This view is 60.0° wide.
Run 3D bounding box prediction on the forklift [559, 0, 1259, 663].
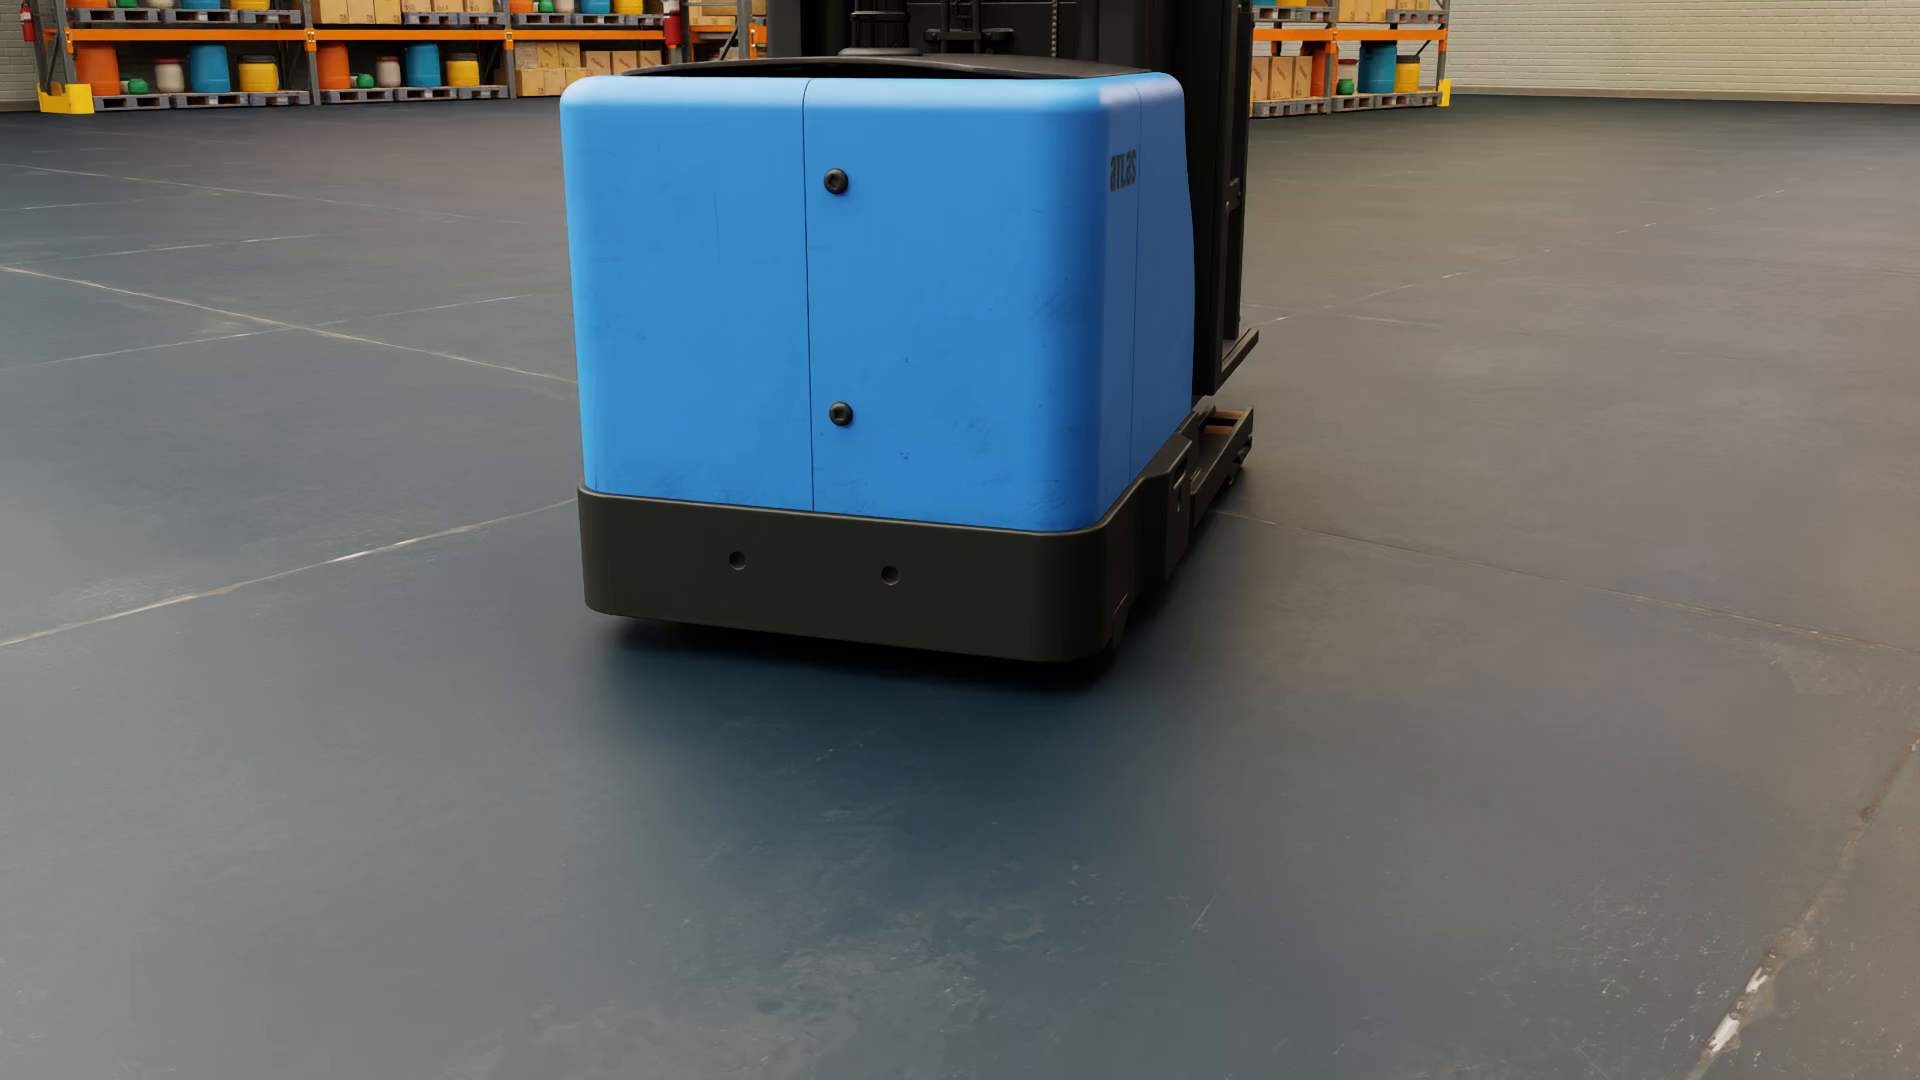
[{"bbox_3d":[0.182,-1.571,4.072,1.130,2.935,3.031,5,18,17],"label":"forklift"}]
